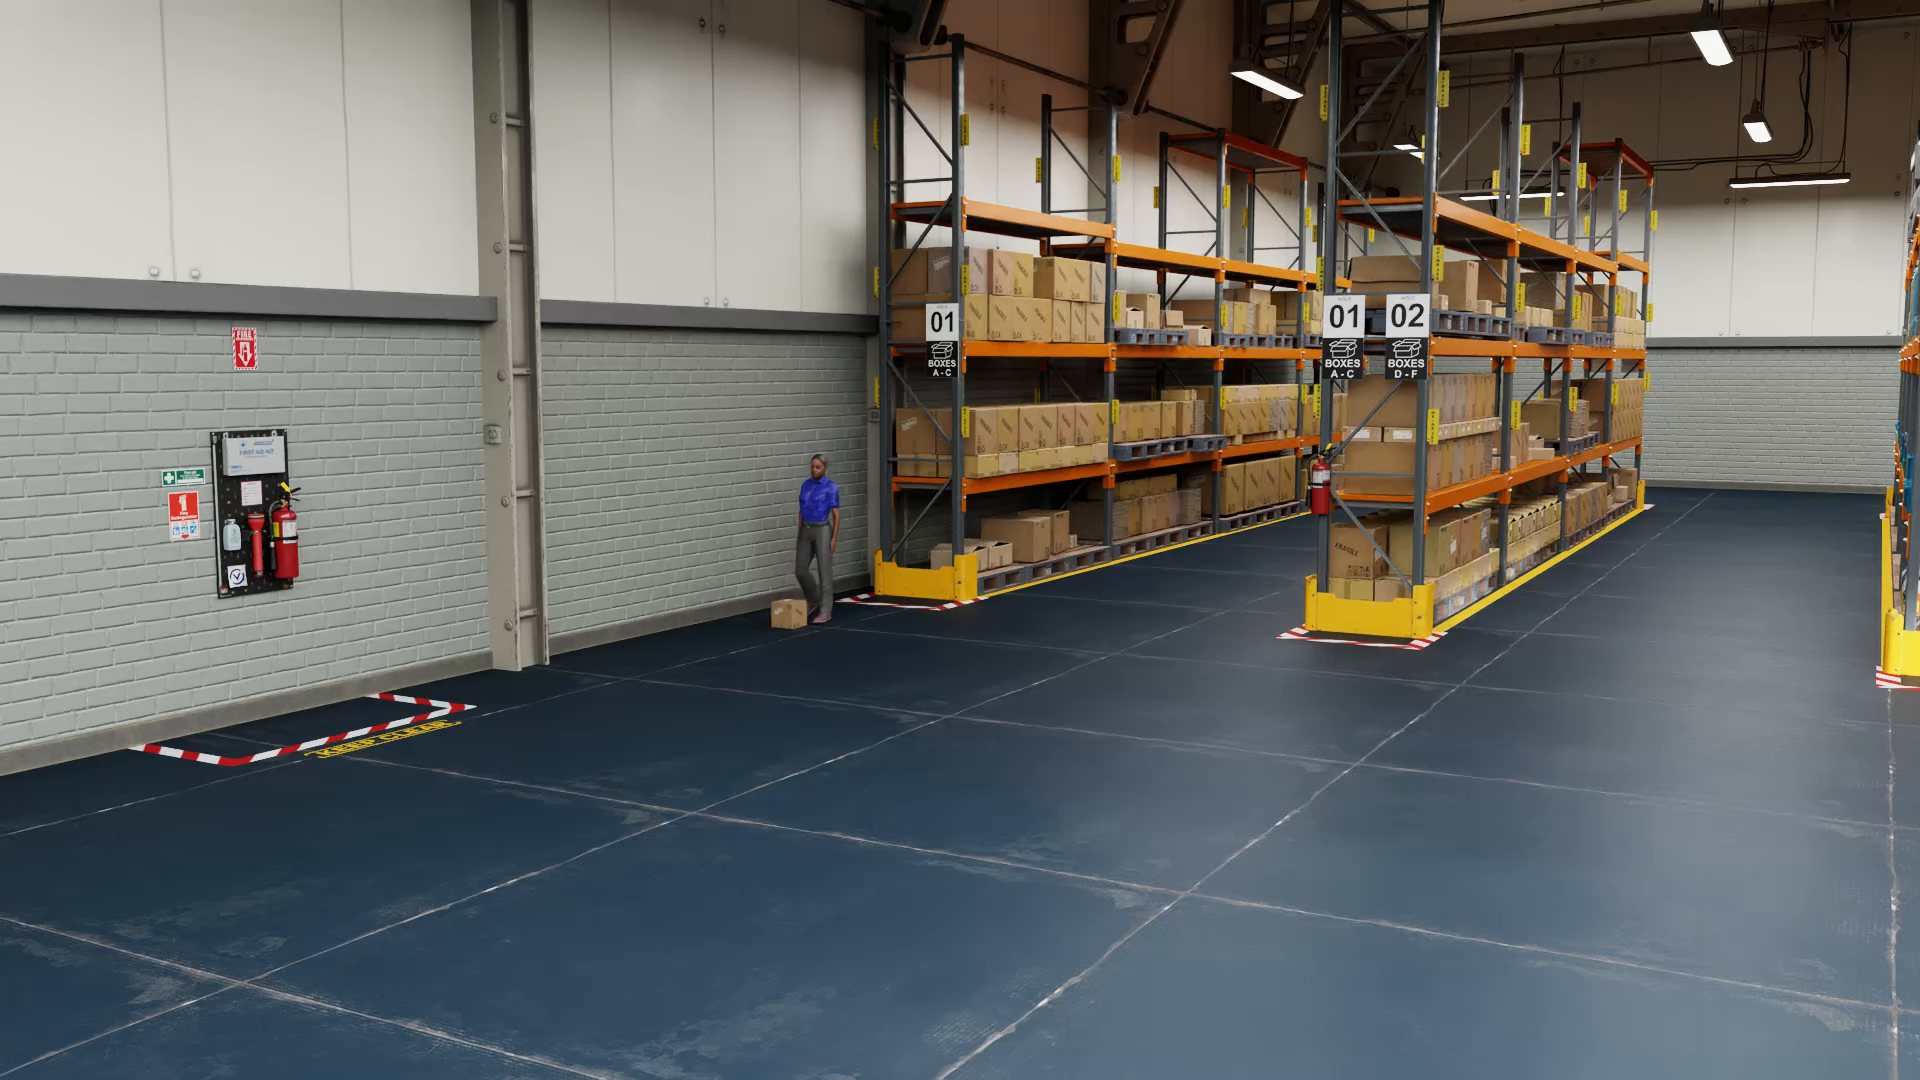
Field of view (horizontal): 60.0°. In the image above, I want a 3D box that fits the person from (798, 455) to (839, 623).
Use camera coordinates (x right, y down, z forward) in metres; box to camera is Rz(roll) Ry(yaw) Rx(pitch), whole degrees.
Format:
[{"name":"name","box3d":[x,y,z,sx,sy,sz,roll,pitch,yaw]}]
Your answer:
[{"name":"person","box3d":[-1.430,0.003,16.604,0.490,1.707,0.356,3,7,30]}]
